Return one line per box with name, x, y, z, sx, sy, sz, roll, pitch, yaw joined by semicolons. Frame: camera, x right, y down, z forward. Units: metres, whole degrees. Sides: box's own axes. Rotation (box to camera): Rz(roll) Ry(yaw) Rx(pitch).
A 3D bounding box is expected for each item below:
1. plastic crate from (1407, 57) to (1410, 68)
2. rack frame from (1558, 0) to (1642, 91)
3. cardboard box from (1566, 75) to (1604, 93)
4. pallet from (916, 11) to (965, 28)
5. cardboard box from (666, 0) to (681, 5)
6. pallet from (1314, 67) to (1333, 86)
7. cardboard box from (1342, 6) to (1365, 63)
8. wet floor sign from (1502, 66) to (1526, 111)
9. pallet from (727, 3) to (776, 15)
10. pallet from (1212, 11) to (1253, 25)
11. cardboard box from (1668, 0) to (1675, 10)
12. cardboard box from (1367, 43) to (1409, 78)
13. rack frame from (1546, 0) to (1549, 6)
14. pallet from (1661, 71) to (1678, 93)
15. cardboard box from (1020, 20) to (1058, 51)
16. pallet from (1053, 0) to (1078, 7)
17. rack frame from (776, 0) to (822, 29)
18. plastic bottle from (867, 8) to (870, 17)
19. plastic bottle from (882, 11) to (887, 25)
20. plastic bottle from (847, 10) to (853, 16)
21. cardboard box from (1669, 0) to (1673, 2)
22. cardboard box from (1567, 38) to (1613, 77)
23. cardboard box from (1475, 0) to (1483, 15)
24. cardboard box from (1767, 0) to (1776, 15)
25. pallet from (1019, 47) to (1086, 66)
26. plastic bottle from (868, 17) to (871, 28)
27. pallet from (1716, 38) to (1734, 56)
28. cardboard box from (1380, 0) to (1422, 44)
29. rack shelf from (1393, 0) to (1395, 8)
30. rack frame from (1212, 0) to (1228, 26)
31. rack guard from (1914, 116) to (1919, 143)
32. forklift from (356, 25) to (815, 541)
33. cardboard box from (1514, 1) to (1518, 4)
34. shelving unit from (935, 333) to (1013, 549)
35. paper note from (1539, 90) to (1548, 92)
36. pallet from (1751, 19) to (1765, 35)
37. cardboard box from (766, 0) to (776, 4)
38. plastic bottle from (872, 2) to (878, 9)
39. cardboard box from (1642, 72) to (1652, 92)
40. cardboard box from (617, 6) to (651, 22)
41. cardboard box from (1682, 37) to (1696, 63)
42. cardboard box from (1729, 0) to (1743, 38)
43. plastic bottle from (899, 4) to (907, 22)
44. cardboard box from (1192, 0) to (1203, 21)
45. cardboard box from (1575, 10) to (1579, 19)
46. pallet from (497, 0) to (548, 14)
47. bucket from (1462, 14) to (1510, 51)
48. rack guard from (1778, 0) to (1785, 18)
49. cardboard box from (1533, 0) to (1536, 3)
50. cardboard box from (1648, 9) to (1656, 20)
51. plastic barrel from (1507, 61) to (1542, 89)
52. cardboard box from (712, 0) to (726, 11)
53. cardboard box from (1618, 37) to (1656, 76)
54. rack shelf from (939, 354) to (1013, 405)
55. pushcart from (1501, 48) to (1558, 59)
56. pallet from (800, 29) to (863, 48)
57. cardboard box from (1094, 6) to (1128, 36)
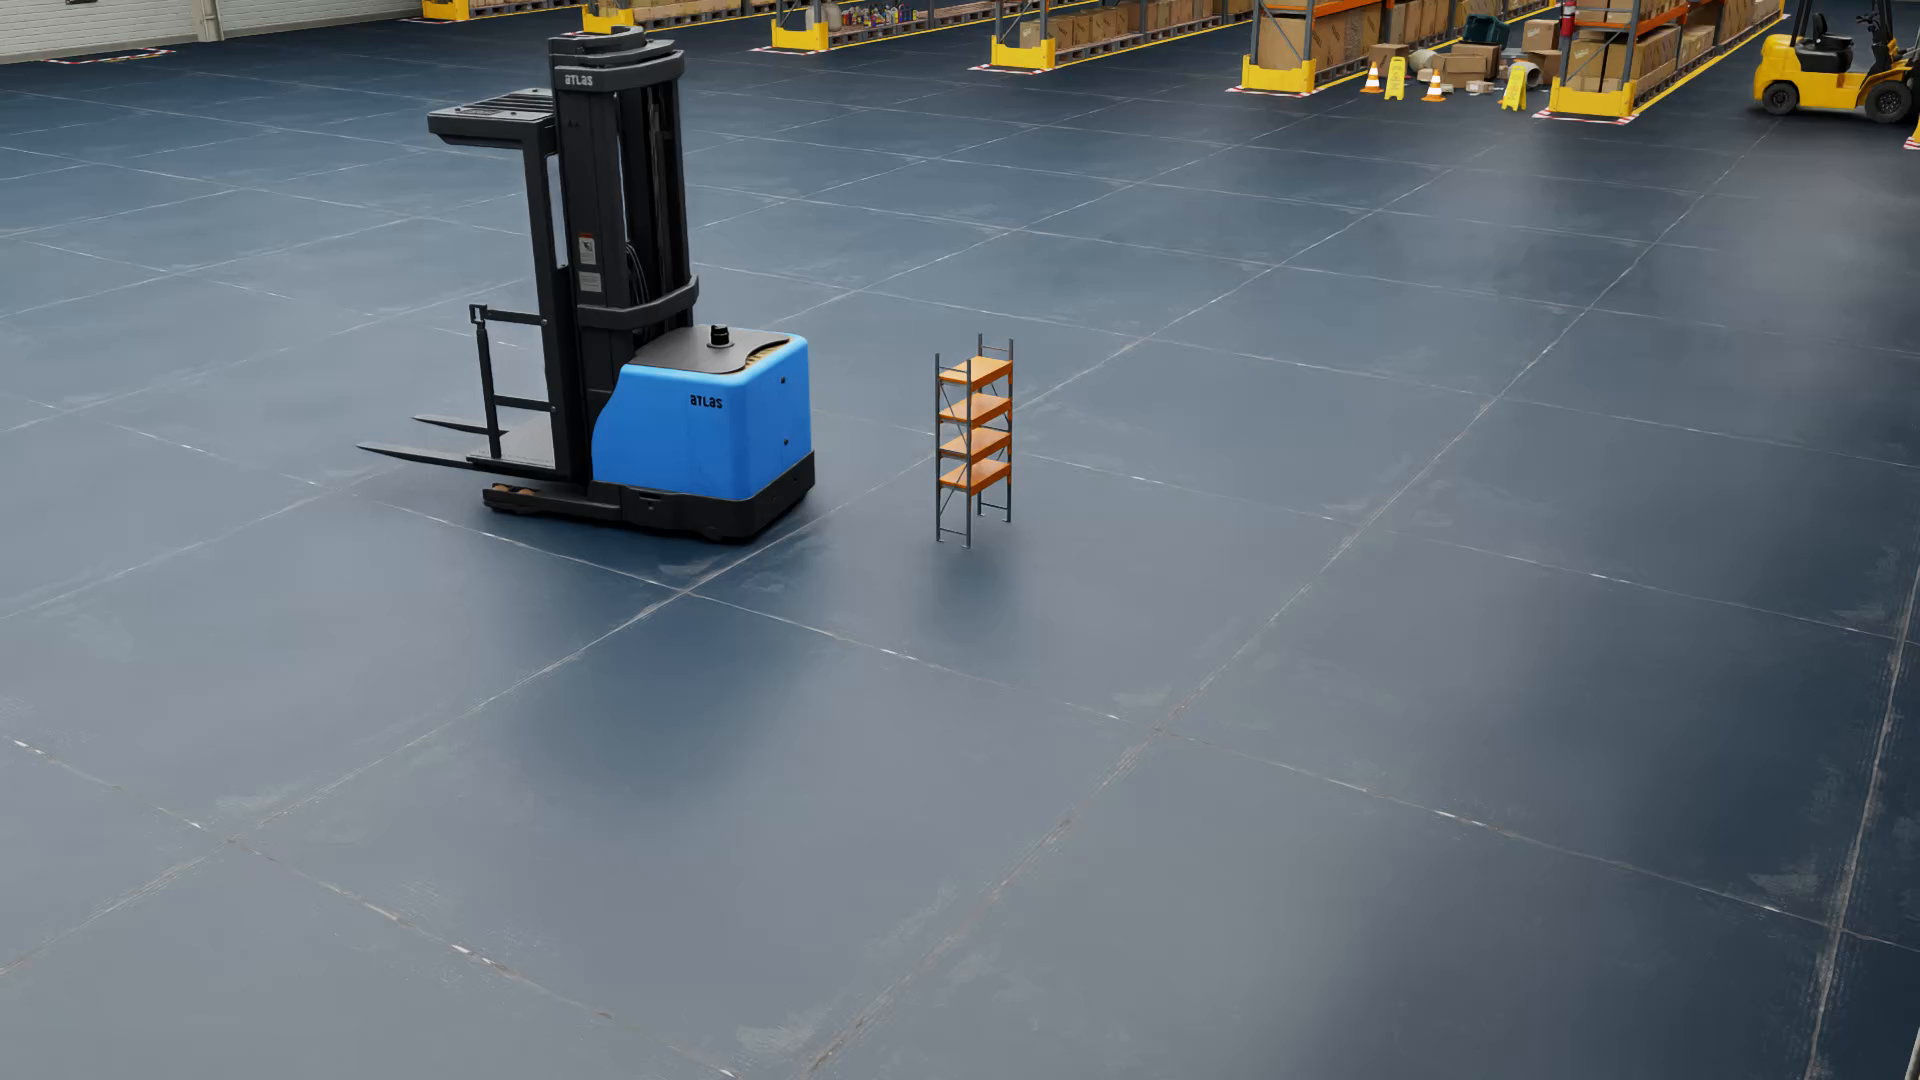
plastic crate;8.386;-8.591;29.787;0.662;0.188;0.450;-12;16;-26
rack frame;9.513;-7.835;24.573;1.000;3.000;0.127;14;27;29
cardboard box;9.724;-7.103;25.815;0.500;0.250;0.500;14;27;29
pallet;-0.623;-11.293;36.072;1.003;0.211;1.213;14;27;29
cardboard box;-6.333;-11.739;35.580;0.500;0.500;0.500;14;27;29
pallet;5.610;-7.845;28.106;1.003;0.211;1.213;14;27;29
cardboard box;6.501;-8.903;29.187;0.875;0.875;0.875;14;27;29
wet floor sign;8.504;-6.915;25.411;0.232;0.644;0.267;-17;29;-35
pallet;-4.855;-12.316;38.435;1.003;0.211;1.213;14;27;29
pallet;5.794;-11.583;36.740;1.003;0.211;1.213;14;27;29
cardboard box;11.179;-8.554;26.550;0.380;0.149;0.250;13;27;28
cardboard box;7.417;-8.303;28.798;0.500;0.500;0.500;20;30;38
rack frame;13.694;-14.239;39.365;1.000;3.000;0.127;14;27;29
pallet;11.299;-7.671;27.705;1.003;0.211;1.213;14;27;29
cardboard box;1.438;-9.165;30.262;0.500;0.500;0.500;20;30;38
pallet;2.131;-13.055;40.141;1.003;0.211;1.213;14;27;29
rack frame;-3.114;-10.950;31.768;1.000;3.000;0.127;14;27;29
plastic bottle;-1.928;-10.943;34.633;0.097;0.271;0.097;0;23;0
plastic bottle;-1.552;-10.664;33.989;0.097;0.271;0.097;0;23;0
plastic bottle;-2.288;-10.740;34.157;0.152;0.276;0.135;13;27;28
cardboard box;11.064;-8.814;26.335;0.500;0.500;0.500;15;27;30
cardboard box;9.714;-7.435;25.638;0.500;0.500;0.500;14;27;29
cardboard box;10.593;-11.114;34.765;0.500;0.500;0.500;13;27;28
cardboard box;17.214;-11.698;36.192;0.875;0.438;0.875;15;27;30
pallet;1.593;-8.925;30.600;1.003;0.211;1.213;14;27;29
plastic bottle;-1.838;-10.449;33.580;0.097;0.201;0.097;0;23;0
pallet;14.213;-9.506;31.942;1.003;0.211;1.213;14;27;29
cardboard box;8.127;-9.902;31.650;1.050;0.750;0.750;14;27;29
rack shelf;8.419;-10.533;31.711;1.077;0.370;4.000;14;27;29
rack frame;5.314;-12.612;35.607;1.000;3.000;0.127;14;27;29
rack guard;13.719;-5.641;22.651;1.175;0.500;0.348;14;27;29
forklift;-2.521;-1.687;10.457;3.031;2.935;1.130;8;25;19
cardboard box;12.277;-12.013;37.284;0.380;0.149;0.250;14;27;29
shelving unit;0.087;-0.606;10.141;0.258;1.200;0.503;14;27;29
paper note;9.557;-7.355;27.202;0.142;0.019;0.148;5;24;11
pallet;16.311;-10.846;35.038;1.003;0.211;1.213;14;27;29
cardboard box;-4.516;-12.526;38.343;0.500;0.250;0.500;15;27;30
plastic bottle;-1.782;-11.101;34.897;0.144;0.351;0.185;15;27;30
cardboard box;10.449;-7.151;25.925;0.500;0.250;0.500;15;28;31
cardboard box;-6.848;-11.054;34.942;0.500;0.250;0.500;14;27;29
cardboard box;12.274;-8.593;29.103;0.950;0.372;0.625;16;28;32
cardboard box;14.642;-10.269;32.341;0.875;0.875;0.875;14;27;30
plastic bottle;-1.200;-10.944;34.534;0.144;0.351;0.185;12;26;26
cardboard box;4.696;-11.247;35.046;0.700;0.500;0.500;11;26;25
cardboard box;9.568;-8.000;25.269;0.380;0.149;0.250;14;27;28
pallet;-10.388;-12.449;38.741;1.003;0.211;1.213;14;27;29
bucket;9.251;-8.855;29.135;0.620;0.611;0.726;-6;22;-39
rack guard;17.966;-12.096;37.563;1.175;0.500;0.348;14;27;29
cardboard box;13.131;-12.537;38.495;0.380;0.149;0.250;13;26;27
cardboard box;10.371;-8.028;25.335;0.380;0.149;0.250;14;27;30
plastic barrel;9.316;-7.667;27.428;0.421;0.421;0.512;-7;24;-17
cardboard box;-5.541;-11.901;36.898;0.500;0.250;0.500;14;27;29
cardboard box;10.458;-7.510;25.811;0.500;0.500;0.500;13;26;27
rack shelf;0.087;-0.967;9.985;0.258;0.148;0.480;14;27;29
pushcart;9.660;-8.443;29.277;1.648;0.377;0.936;5;24;11
pallet;-2.681;-9.979;33.035;1.003;0.211;1.213;14;27;29
cardboard box;2.959;-10.181;32.610;0.500;0.500;0.500;13;27;27
